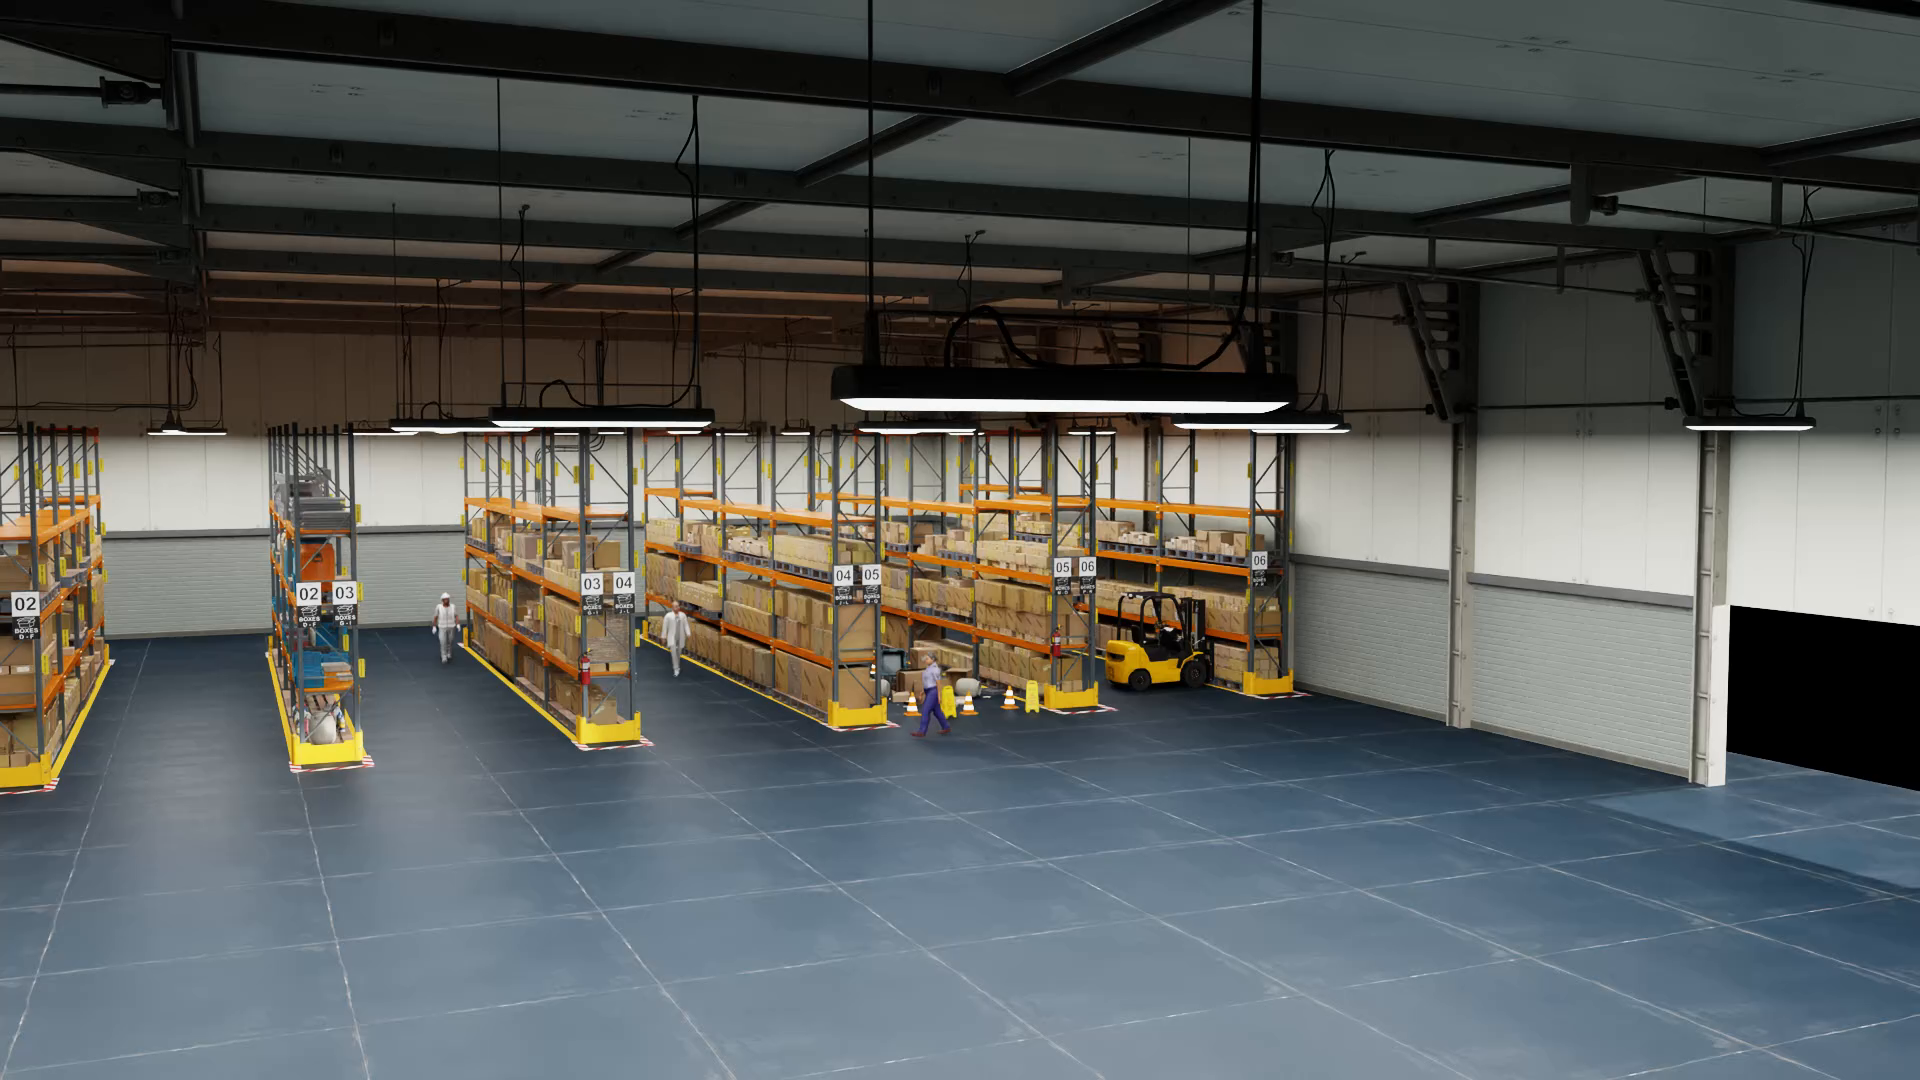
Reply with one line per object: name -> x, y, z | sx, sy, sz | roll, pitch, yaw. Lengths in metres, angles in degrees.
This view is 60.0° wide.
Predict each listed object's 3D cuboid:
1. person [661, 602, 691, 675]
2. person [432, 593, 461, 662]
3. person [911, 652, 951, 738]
person -> -6.883, 2.366, 40.387 | 0.703, 1.717, 1.102 | -1, 4, -22
person -> -13.173, 2.231, 42.651 | 0.683, 1.721, 1.064 | -1, 4, -21
person -> -0.561, 2.964, 31.936 | 0.855, 1.620, 0.507 | -1, 4, -11
